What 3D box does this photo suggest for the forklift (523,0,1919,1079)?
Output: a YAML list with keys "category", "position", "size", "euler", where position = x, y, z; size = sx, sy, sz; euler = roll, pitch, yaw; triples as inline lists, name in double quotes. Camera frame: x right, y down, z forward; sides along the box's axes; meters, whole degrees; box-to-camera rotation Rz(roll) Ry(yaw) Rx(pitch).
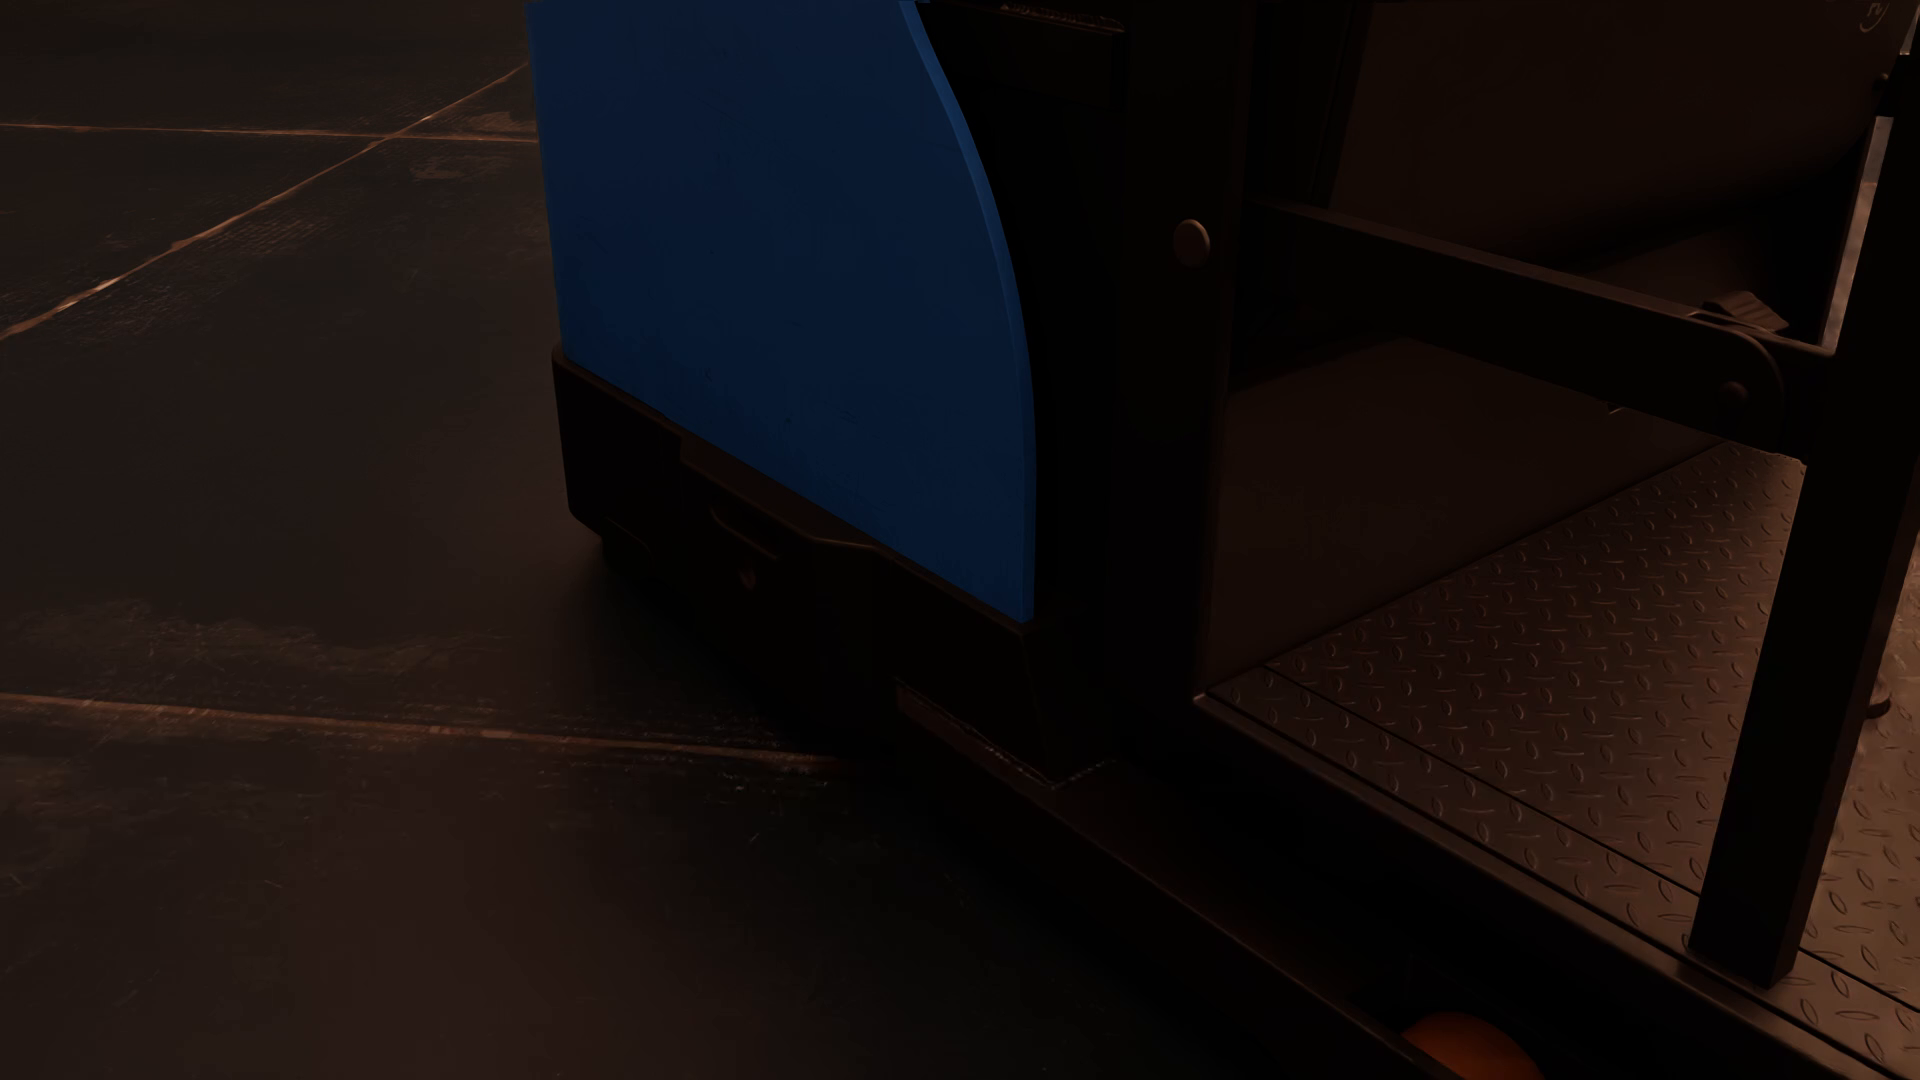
- category: "forklift"
  position: [0.743, -0.936, 1.093]
  size: [1.130, 2.935, 3.031]
  euler: [-20, 33, -34]
